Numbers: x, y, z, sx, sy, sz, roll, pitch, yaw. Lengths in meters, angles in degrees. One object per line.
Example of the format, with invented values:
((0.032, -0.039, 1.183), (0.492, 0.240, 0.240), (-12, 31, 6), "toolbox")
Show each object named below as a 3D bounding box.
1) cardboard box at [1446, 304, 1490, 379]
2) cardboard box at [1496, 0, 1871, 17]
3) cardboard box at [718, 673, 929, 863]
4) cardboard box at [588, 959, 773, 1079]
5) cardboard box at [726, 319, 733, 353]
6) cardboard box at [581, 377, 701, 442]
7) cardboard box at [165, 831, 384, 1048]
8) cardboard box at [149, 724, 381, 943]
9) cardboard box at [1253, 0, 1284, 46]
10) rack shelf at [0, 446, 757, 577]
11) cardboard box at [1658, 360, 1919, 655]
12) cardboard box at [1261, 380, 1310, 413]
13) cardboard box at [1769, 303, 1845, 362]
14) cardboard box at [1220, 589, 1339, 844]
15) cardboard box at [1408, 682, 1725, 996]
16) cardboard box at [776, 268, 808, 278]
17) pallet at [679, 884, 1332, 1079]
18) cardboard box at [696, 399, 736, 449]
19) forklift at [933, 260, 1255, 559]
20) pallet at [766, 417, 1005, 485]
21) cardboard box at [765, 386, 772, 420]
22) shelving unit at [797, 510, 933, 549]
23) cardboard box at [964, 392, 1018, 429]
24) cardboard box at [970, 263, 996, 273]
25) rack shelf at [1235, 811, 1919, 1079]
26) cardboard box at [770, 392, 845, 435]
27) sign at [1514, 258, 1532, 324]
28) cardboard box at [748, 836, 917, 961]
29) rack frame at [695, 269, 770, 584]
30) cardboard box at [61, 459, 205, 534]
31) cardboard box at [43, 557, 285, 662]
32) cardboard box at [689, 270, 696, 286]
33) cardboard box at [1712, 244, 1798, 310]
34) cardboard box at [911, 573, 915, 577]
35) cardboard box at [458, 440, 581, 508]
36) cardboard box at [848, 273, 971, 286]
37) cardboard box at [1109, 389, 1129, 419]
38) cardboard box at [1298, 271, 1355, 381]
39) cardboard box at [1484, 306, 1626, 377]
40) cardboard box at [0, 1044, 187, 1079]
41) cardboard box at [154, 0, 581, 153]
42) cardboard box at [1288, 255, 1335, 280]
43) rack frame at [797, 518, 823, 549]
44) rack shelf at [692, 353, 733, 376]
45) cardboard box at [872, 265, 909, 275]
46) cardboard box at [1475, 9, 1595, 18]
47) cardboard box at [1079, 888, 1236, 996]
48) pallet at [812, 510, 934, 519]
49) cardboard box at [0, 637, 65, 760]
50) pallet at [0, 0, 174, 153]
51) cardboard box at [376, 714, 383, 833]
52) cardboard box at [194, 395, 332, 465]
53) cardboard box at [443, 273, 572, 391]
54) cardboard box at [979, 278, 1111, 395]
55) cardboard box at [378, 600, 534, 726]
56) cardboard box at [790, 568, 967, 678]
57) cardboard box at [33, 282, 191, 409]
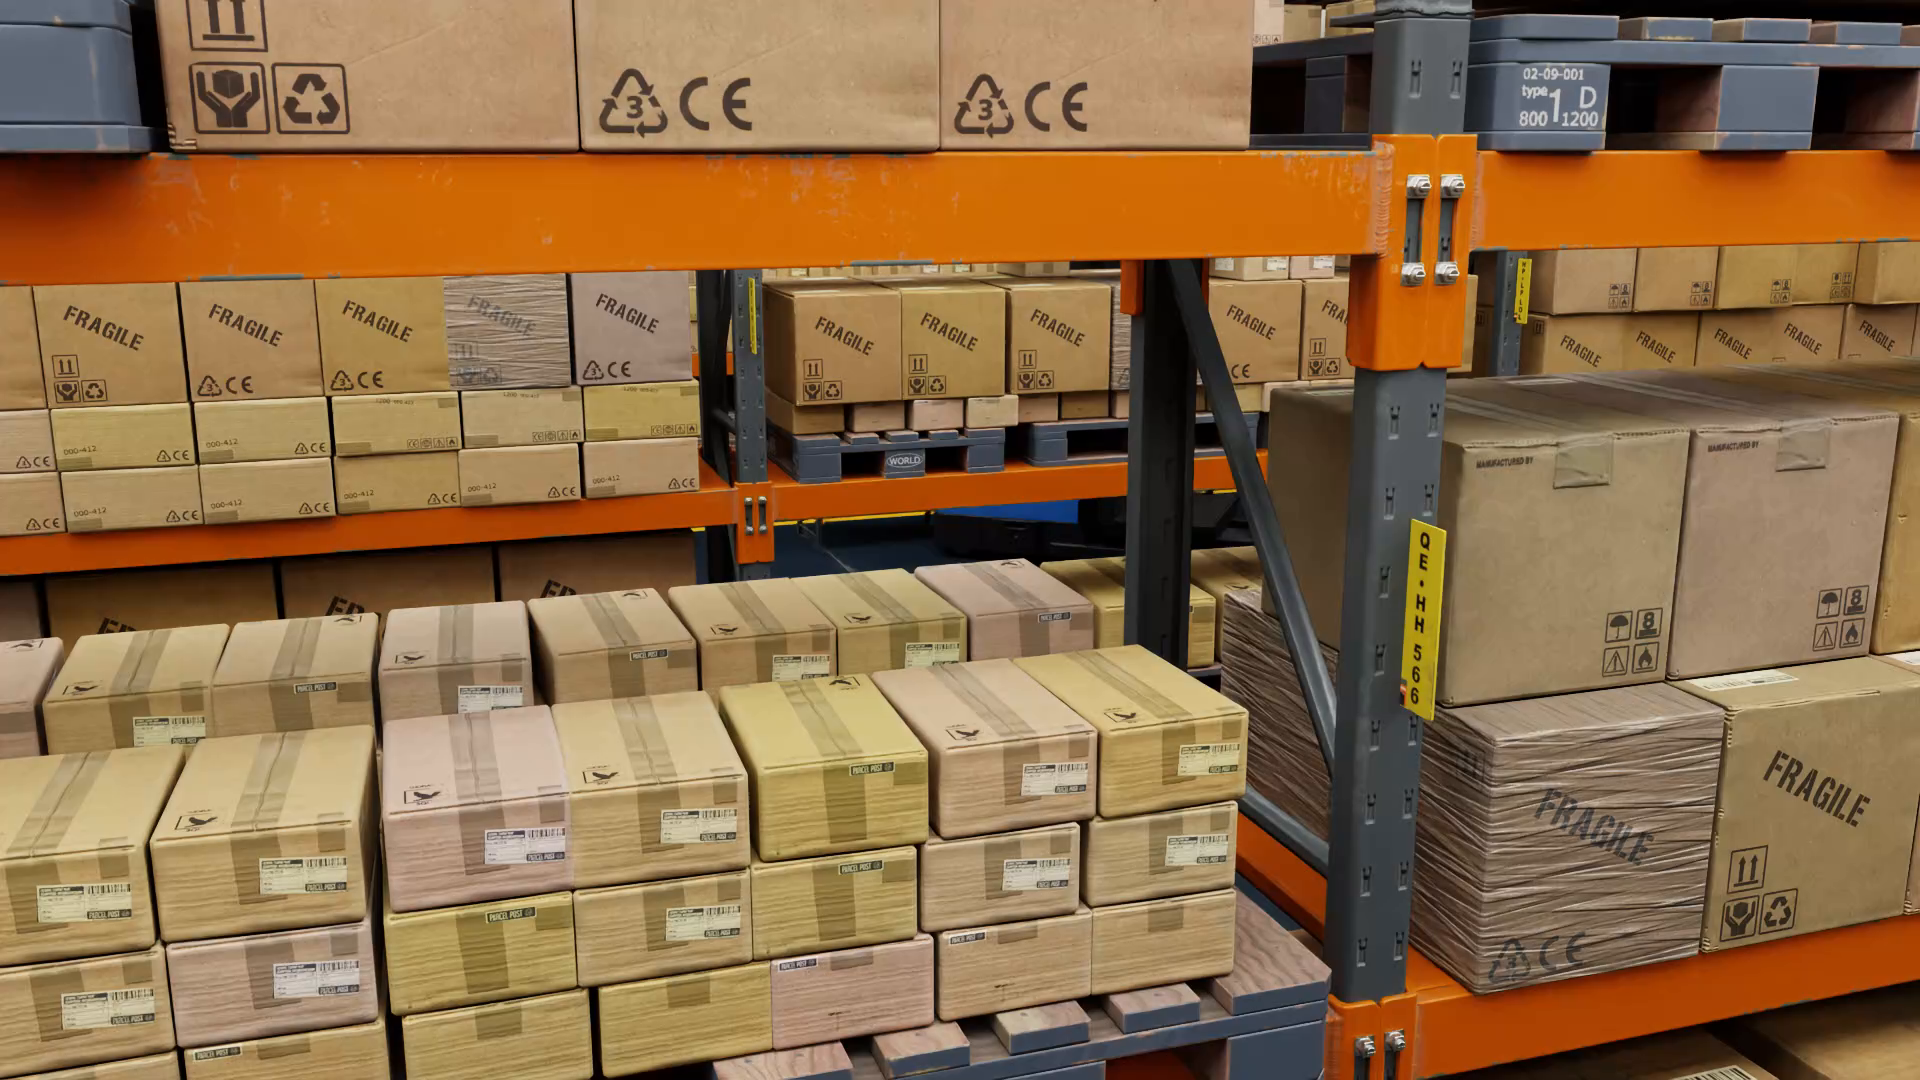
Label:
((3.045, -1.115, 9.488), (0.500, 0.500, 0.500), (-5, 14, -20), "cardboard box")
((1.342, -1.135, 3.018), (0.500, 0.311, 0.500), (-4, 14, -18), "cardboard box")
((-0.219, 0.342, 2.572), (0.250, 0.149, 0.380), (-4, 14, -16), "cardboard box")
((-0.452, 0.649, 2.567), (0.250, 0.149, 0.380), (-5, 14, -19), "cardboard box")
((-1.698, -1.569, 12.582), (0.500, 0.250, 0.500), (-5, 14, -19), "cardboard box")
((-1.466, -0.618, 7.501), (0.500, 0.250, 0.500), (-5, 14, -18), "cardboard box")
((-0.959, 0.545, 2.363), (0.250, 0.149, 0.380), (-4, 14, -17), "cardboard box")
((-0.958, 0.400, 2.330), (0.250, 0.149, 0.380), (-4, 14, -15), "cardboard box")
((1.234, -2.517, 8.096), (0.500, 0.250, 0.500), (-4, 14, -17), "cardboard box")
((-2.984, -0.041, 7.388), (4.000, 0.370, 1.077), (-4, 14, -18), "rack shelf")
((1.979, -0.103, 3.715), (0.500, 0.500, 0.700), (-5, 14, -19), "cardboard box")
((1.574, -0.755, 8.472), (0.250, 0.149, 0.380), (-4, 14, -18), "cardboard box")
((4.630, -1.117, 9.496), (0.500, 0.500, 0.500), (-4, 14, -17), "cardboard box")
((0.928, 0.399, 3.769), (0.500, 0.500, 0.500), (-4, 14, -18), "cardboard box")
((1.098, 0.517, 3.272), (0.500, 0.500, 0.500), (-4, 14, -17), "cardboard box")
((-1.319, -2.042, 12.628), (0.250, 0.149, 0.380), (-4, 14, -17), "cardboard box")
((-0.055, 0.709, 3.096), (1.003, 0.211, 1.213), (-4, 14, -18), "pallet")
((-2.079, -0.719, 12.908), (0.625, 0.625, 0.875), (-4, 14, -16), "cardboard box")
((1.388, -1.317, 11.348), (3.031, 2.935, 1.130), (4, 14, 18), "forklift")
((-0.447, -0.521, 8.267), (1.003, 0.211, 1.213), (-4, 14, -18), "pallet")
((-0.853, -0.697, 8.225), (0.250, 0.149, 0.380), (-4, 14, -16), "cardboard box")
((-0.627, -0.583, 12.163), (1.048, 1.125, 0.538), (-6, 14, -22), "shelving unit")
((0.099, -0.643, 8.001), (0.250, 0.149, 0.380), (-4, 14, -18), "cardboard box")
((0.169, -2.135, 13.017), (0.250, 0.149, 0.380), (-5, 14, -20), "cardboard box")
((2.482, 0.742, 4.097), (4.000, 0.370, 1.077), (-4, 14, -18), "rack shelf")
((-0.721, -0.604, 7.835), (0.250, 0.149, 0.380), (-5, 14, -21), "cardboard box")
((2.883, -1.276, 8.522), (0.005, 0.325, 0.100), (-4, 14, -18), "sign")
((-0.238, 0.489, 2.597), (0.250, 0.149, 0.380), (-4, 14, -17), "cardboard box")
((-1.088, -0.539, 7.926), (0.127, 3.000, 1.000), (-4, 14, -18), "rack frame")
((-3.397, -0.218, 6.901), (0.500, 0.250, 0.500), (-5, 14, -19), "cardboard box")
((-3.464, 0.454, 7.435), (0.875, 0.875, 0.875), (-4, 14, -16), "cardboard box")
((-2.026, -1.970, 12.326), (0.250, 0.149, 0.380), (-4, 14, -17), "cardboard box")
((4.165, -1.563, 9.211), (0.500, 0.500, 0.700), (-5, 14, -19), "cardboard box")
((0.147, 0.440, 8.584), (0.625, 0.372, 0.950), (-5, 14, -19), "cardboard box")
((-1.964, -0.330, 7.374), (0.500, 0.250, 0.500), (-4, 14, -17), "cardboard box")
((-0.260, -1.071, 8.399), (0.500, 0.500, 0.500), (-5, 14, -19), "cardboard box")
((0.826, -0.713, 8.292), (0.250, 0.149, 0.380), (-4, 14, -16), "cardboard box")
((1.869, -1.110, 8.562), (0.500, 0.500, 0.500), (-4, 14, -18), "cardboard box")
((3.209, -0.999, 9.000), (0.500, 0.500, 0.500), (-4, 14, -18), "cardboard box")
((-1.209, 0.709, 2.316), (0.250, 0.149, 0.380), (-5, 14, -21), "cardboard box")
((-0.819, -0.795, 2.304), (0.500, 0.500, 0.500), (-4, 14, -18), "cardboard box")
((1.688, -1.410, 8.420), (0.250, 0.149, 0.380), (-5, 14, -20), "cardboard box")
((-1.095, -0.537, 11.970), (0.032, 1.125, 0.500), (-6, 14, -22), "rack frame")
((-0.779, -1.425, 13.205), (4.000, 0.370, 1.077), (-4, 14, -18), "rack shelf")
((-0.565, -2.075, 12.767), (0.250, 0.149, 0.380), (-5, 14, -20), "cardboard box")
((1.084, -1.152, 3.401), (0.250, 0.166, 0.380), (-4, 14, -18), "cardboard box")
((0.265, 0.595, 2.796), (0.250, 0.149, 0.380), (-4, 14, -17), "cardboard box")
((-0.728, -0.412, 13.418), (1.213, 0.211, 1.003), (-4, 14, -18), "pallet")
((-1.651, 0.295, 2.772), (0.250, 0.149, 0.380), (-5, 14, -21), "cardboard box")
((-1.604, -0.633, 2.244), (1.003, 0.211, 1.213), (-4, 14, -18), "pallet")
((-1.156, 0.400, 2.973), (0.250, 0.149, 0.380), (-5, 14, -19), "cardboard box")
((-2.922, -0.498, 6.999), (0.500, 0.250, 0.500), (-5, 14, -20), "cardboard box")
((-1.978, -0.939, 7.230), (0.500, 0.500, 0.500), (-4, 14, -17), "cardboard box")
((0.405, -1.000, 8.096), (0.500, 0.500, 0.500), (-4, 14, -17), "cardboard box")
((-0.908, 0.237, 3.014), (0.250, 0.149, 0.380), (-4, 14, -15), "cardboard box")
((-0.167, 0.180, 3.254), (0.250, 0.149, 0.380), (-5, 14, -20), "cardboard box")
((-3.421, -0.828, 6.765), (0.500, 0.500, 0.500), (-5, 14, -19), "cardboard box")
